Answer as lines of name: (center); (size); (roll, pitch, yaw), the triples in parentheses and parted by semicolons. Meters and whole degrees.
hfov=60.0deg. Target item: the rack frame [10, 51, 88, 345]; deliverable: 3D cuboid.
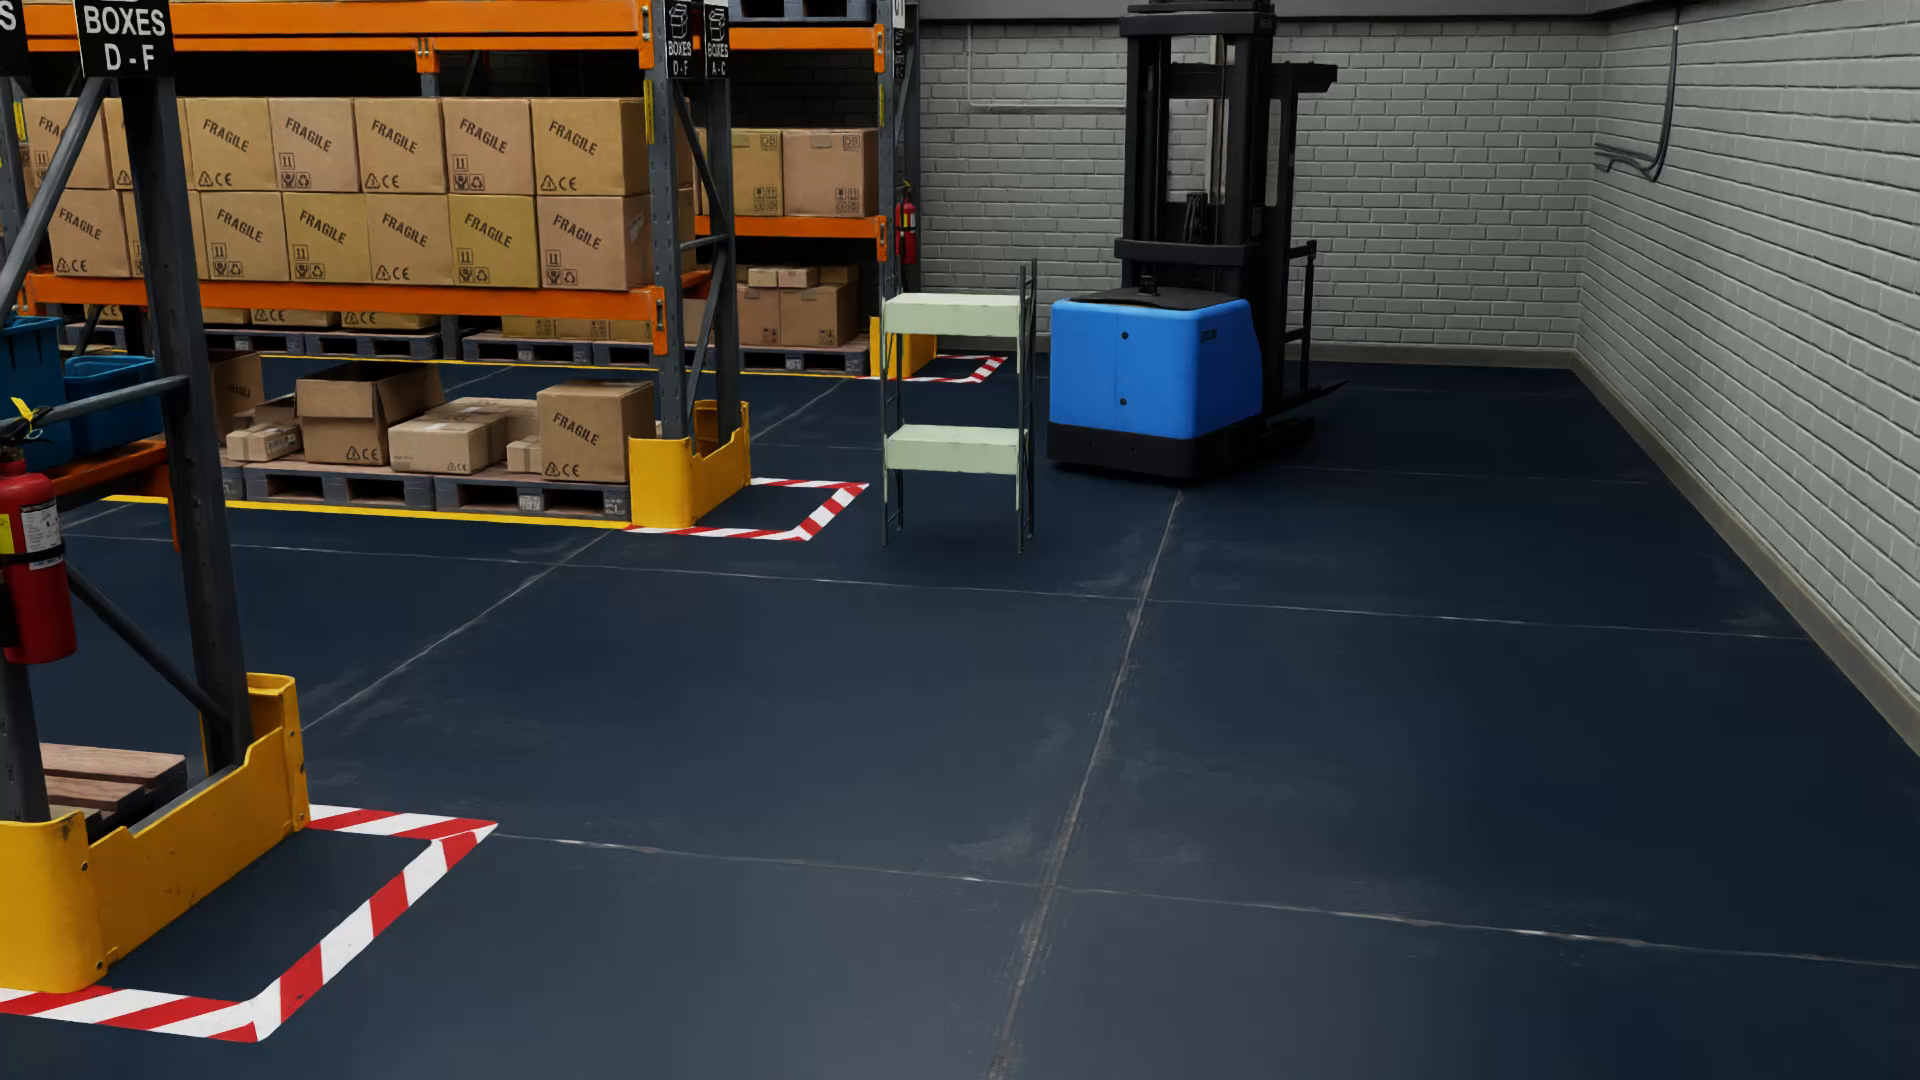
rack frame: (-8.344, -3.383, 15.586); (0.127, 3.000, 1.000); (3, 16, 11)

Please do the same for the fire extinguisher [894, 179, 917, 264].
fire extinguisher: (-0.448, -2.612, 13.645); (0.183, 0.674, 0.296); (3, 16, 11)

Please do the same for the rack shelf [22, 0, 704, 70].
rack shelf: (-3.447, -2.867, 9.451); (4.000, 0.370, 1.077); (3, 16, 11)

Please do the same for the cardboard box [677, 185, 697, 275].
cardboard box: (-1.870, -1.802, 9.692); (0.500, 0.500, 0.500); (3, 16, 12)

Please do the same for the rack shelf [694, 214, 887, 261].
rack shelf: (-2.464, -2.717, 14.530); (4.000, 0.370, 1.077); (3, 16, 11)

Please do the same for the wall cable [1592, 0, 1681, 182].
wall cable: (4.967, -3.958, 12.240); (0.112, 2.526, 3.097); (3, 16, 11)

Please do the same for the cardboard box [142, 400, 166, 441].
cardboard box: (-5.039, -0.712, 10.155); (0.500, 0.311, 0.500); (3, 16, 11)

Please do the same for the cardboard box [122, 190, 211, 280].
cardboard box: (-4.460, -1.798, 9.675); (0.500, 0.500, 0.500); (3, 16, 12)

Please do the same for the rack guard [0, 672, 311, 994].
rack guard: (-2.452, 0.837, 5.035); (0.348, 0.500, 1.175); (3, 16, 11)

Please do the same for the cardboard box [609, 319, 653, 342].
cardboard box: (-2.717, -2.046, 14.655); (0.500, 0.500, 0.700); (3, 16, 12)

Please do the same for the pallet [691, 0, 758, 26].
pallet: (-2.432, -4.461, 14.026); (1.213, 0.211, 1.003); (3, 16, 11)

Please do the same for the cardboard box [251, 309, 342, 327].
cardboard box: (-5.958, -2.384, 15.219); (0.750, 0.750, 0.750); (4, 16, 13)

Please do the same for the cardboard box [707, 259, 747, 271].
cardboard box: (-2.039, -2.378, 14.639); (0.250, 0.149, 0.380); (3, 16, 12)

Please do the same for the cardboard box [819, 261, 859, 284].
cardboard box: (-1.048, -2.325, 14.446); (0.250, 0.149, 0.380); (3, 16, 11)

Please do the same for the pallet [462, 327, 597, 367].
pallet: (-3.694, -1.766, 14.971); (1.213, 0.211, 1.003); (3, 16, 11)

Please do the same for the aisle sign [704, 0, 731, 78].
aisle sign: (-1.362, -2.988, 9.288); (0.004, 0.787, 0.394); (3, 16, 11)

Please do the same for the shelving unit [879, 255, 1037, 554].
shelving unit: (-0.007, -0.723, 8.793); (0.755, 1.500, 0.431); (3, 16, 11)

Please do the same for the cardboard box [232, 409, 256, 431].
cardboard box: (-4.413, -0.752, 10.604); (0.250, 0.149, 0.380); (3, 16, 11)

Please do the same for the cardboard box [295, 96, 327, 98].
cardboard box: (-3.864, -2.392, 9.947); (0.500, 0.500, 0.500); (3, 16, 12)

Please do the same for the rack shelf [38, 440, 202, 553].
rack shelf: (-4.438, -0.126, 5.174); (4.000, 0.370, 1.077); (3, 16, 11)

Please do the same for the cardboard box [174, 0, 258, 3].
cardboard box: (-4.001, -3.102, 9.235); (0.500, 0.250, 0.500); (3, 16, 11)

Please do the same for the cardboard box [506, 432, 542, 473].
cardboard box: (-2.448, -0.518, 9.725); (0.250, 0.166, 0.380); (3, 16, 11)

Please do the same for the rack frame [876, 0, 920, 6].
rack frame: (-0.504, -5.849, 13.249); (0.127, 3.000, 1.000); (3, 16, 11)

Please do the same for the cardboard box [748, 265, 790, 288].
cardboard box: (-1.623, -2.252, 14.182); (0.250, 0.149, 0.380); (4, 16, 13)

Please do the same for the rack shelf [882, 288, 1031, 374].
rack shelf: (-0.007, -1.099, 8.689); (0.720, 0.370, 0.431); (3, 16, 11)

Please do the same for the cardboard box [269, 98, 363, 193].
cardboard box: (-3.486, -2.224, 9.340); (0.500, 0.500, 0.500); (4, 16, 13)

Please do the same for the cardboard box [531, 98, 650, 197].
cardboard box: (-1.978, -2.143, 9.050); (0.500, 0.500, 0.500); (3, 16, 11)

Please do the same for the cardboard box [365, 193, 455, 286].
cardboard box: (-2.978, -1.717, 9.384); (0.500, 0.500, 0.500); (3, 16, 12)

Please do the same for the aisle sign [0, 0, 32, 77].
aisle sign: (-2.466, -1.538, 4.057); (0.004, 0.787, 0.394); (3, 16, 11)

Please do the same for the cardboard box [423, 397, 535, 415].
cardboard box: (-2.944, -0.705, 10.244); (0.500, 0.250, 0.500); (3, 16, 11)

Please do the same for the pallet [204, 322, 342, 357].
pallet: (-6.394, -1.912, 15.500); (1.213, 0.211, 1.003); (3, 16, 11)

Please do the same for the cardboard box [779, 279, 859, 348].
cardboard box: (-1.210, -1.966, 14.368); (0.500, 0.500, 0.700); (3, 16, 11)

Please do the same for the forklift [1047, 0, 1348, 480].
forklift: (1.796, -2.120, 11.155); (1.130, 2.935, 3.031); (10, 18, 33)

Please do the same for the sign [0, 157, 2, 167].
sign: (-5.514, -2.287, 9.460); (0.005, 0.325, 0.100); (3, 16, 11)

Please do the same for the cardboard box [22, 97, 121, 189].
cardboard box: (-5.002, -2.306, 9.636); (0.500, 0.500, 0.500); (4, 16, 13)

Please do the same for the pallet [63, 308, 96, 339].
pallet: (-9.109, -2.081, 16.110); (1.213, 0.211, 1.003); (3, 16, 11)

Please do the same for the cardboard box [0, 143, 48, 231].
cardboard box: (-5.827, -2.209, 10.372); (0.500, 0.500, 0.700); (-2, 16, -8)

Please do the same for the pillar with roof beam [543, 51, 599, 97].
pillar with roof beam: (-4.423, -5.124, 10.634); (0.400, 9.000, 9.100); (3, 16, 11)

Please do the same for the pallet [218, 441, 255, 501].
pallet: (-4.734, -0.494, 10.379); (1.213, 0.211, 1.003); (3, 16, 11)

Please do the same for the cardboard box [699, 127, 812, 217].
cardboard box: (-1.721, -3.162, 14.228); (0.700, 0.700, 0.980); (3, 16, 11)
